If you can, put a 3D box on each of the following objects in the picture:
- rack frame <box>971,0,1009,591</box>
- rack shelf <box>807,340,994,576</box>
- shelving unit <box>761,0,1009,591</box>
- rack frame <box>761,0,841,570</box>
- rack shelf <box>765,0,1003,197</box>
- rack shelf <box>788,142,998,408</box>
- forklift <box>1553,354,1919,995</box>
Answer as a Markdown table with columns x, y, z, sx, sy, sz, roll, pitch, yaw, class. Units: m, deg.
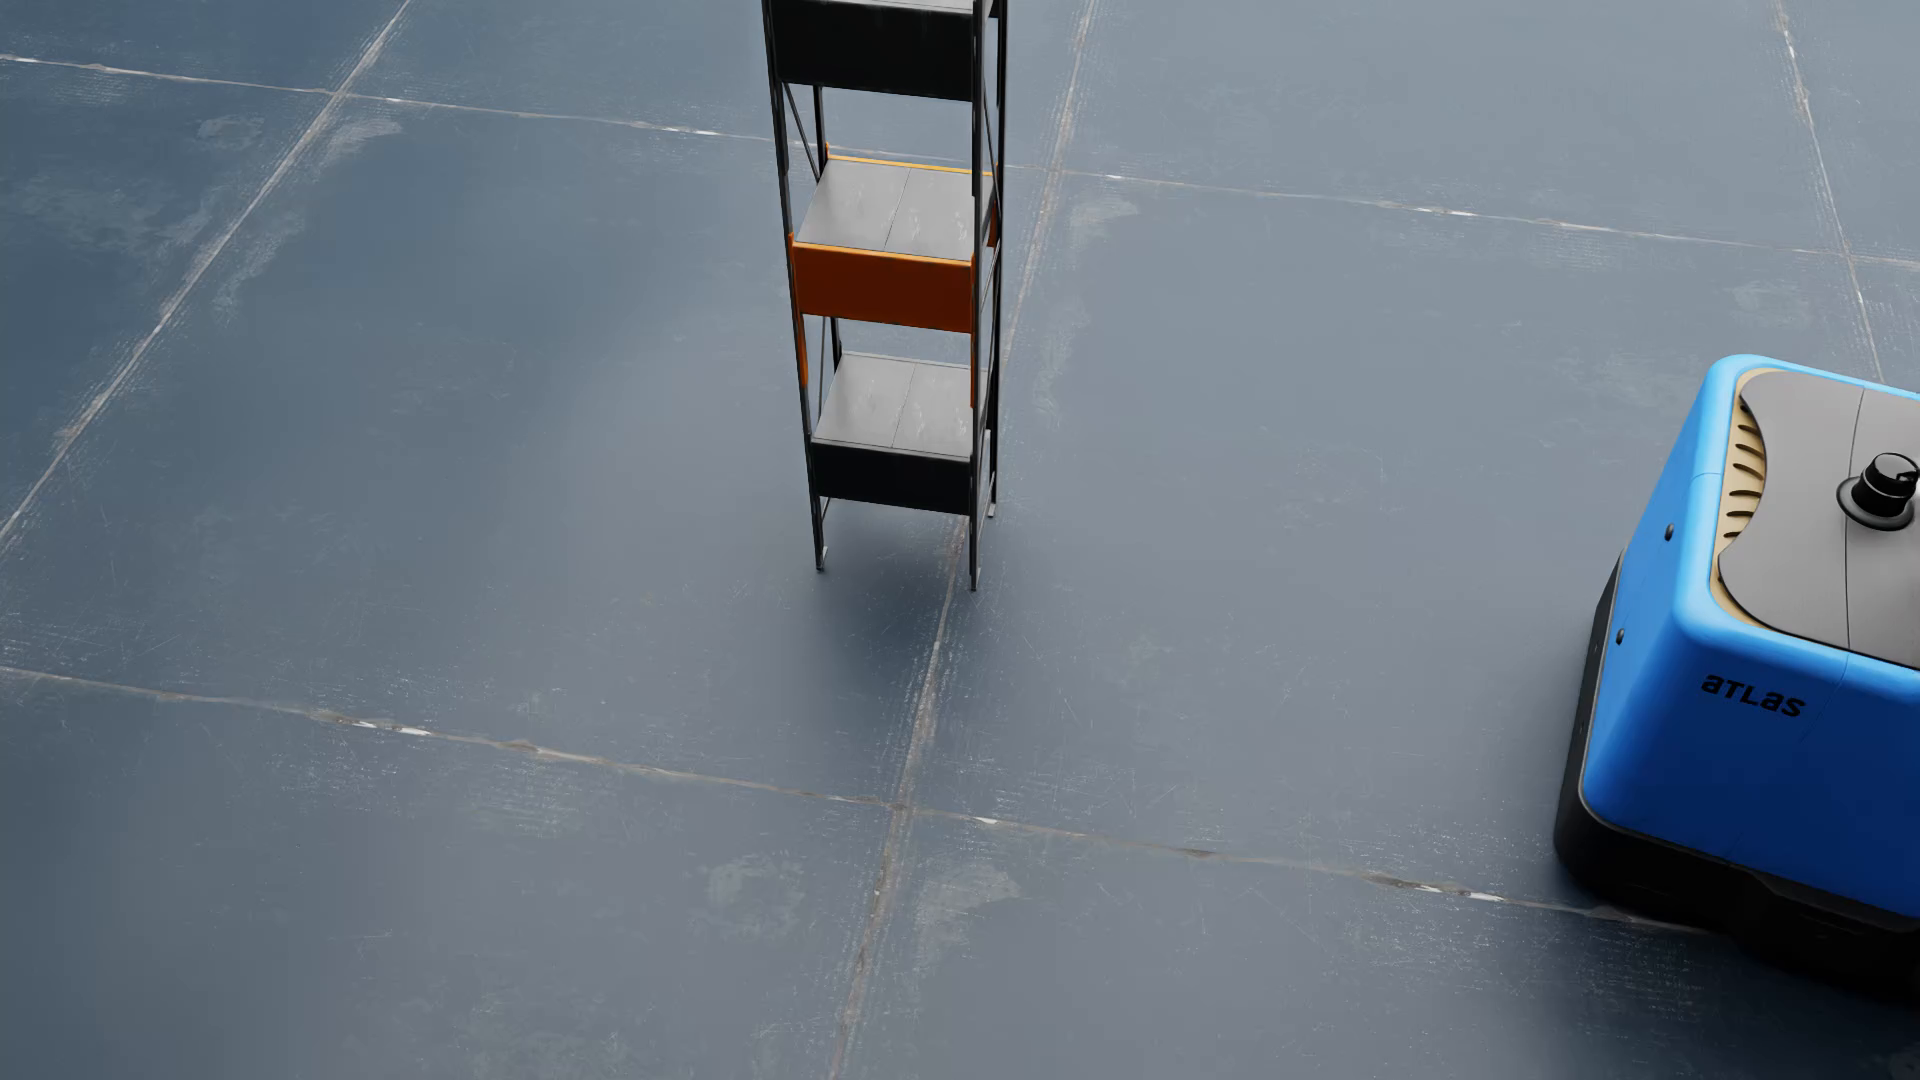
| x | y | z | sx | sy | sz | roll | pitch | yaw | class |
| --- | --- | --- | --- | --- | --- | --- | --- | --- | --- |
| 0.077 | -0.691 | 4.460 | 0.015 | 2.100 | 0.400 | 8 | 49 | 7 | rack frame |
| -0.163 | -0.247 | 5.019 | 0.480 | 0.518 | 0.431 | 8 | 49 | 7 | rack shelf |
| -0.163 | -0.724 | 4.489 | 0.503 | 2.100 | 0.431 | 8 | 49 | 7 | shelving unit |
| -0.403 | -0.756 | 4.518 | 0.015 | 2.100 | 0.400 | 8 | 49 | 7 | rack frame |
| -0.163 | -1.182 | 3.978 | 0.480 | 0.518 | 0.431 | 8 | 49 | 7 | rack shelf |
| -0.163 | -0.715 | 4.499 | 0.480 | 0.518 | 0.431 | 8 | 49 | 7 | rack shelf |
| 3.148 | -0.014 | 3.292 | 3.031 | 2.935 | 1.130 | 17 | 50 | 14 | forklift |
